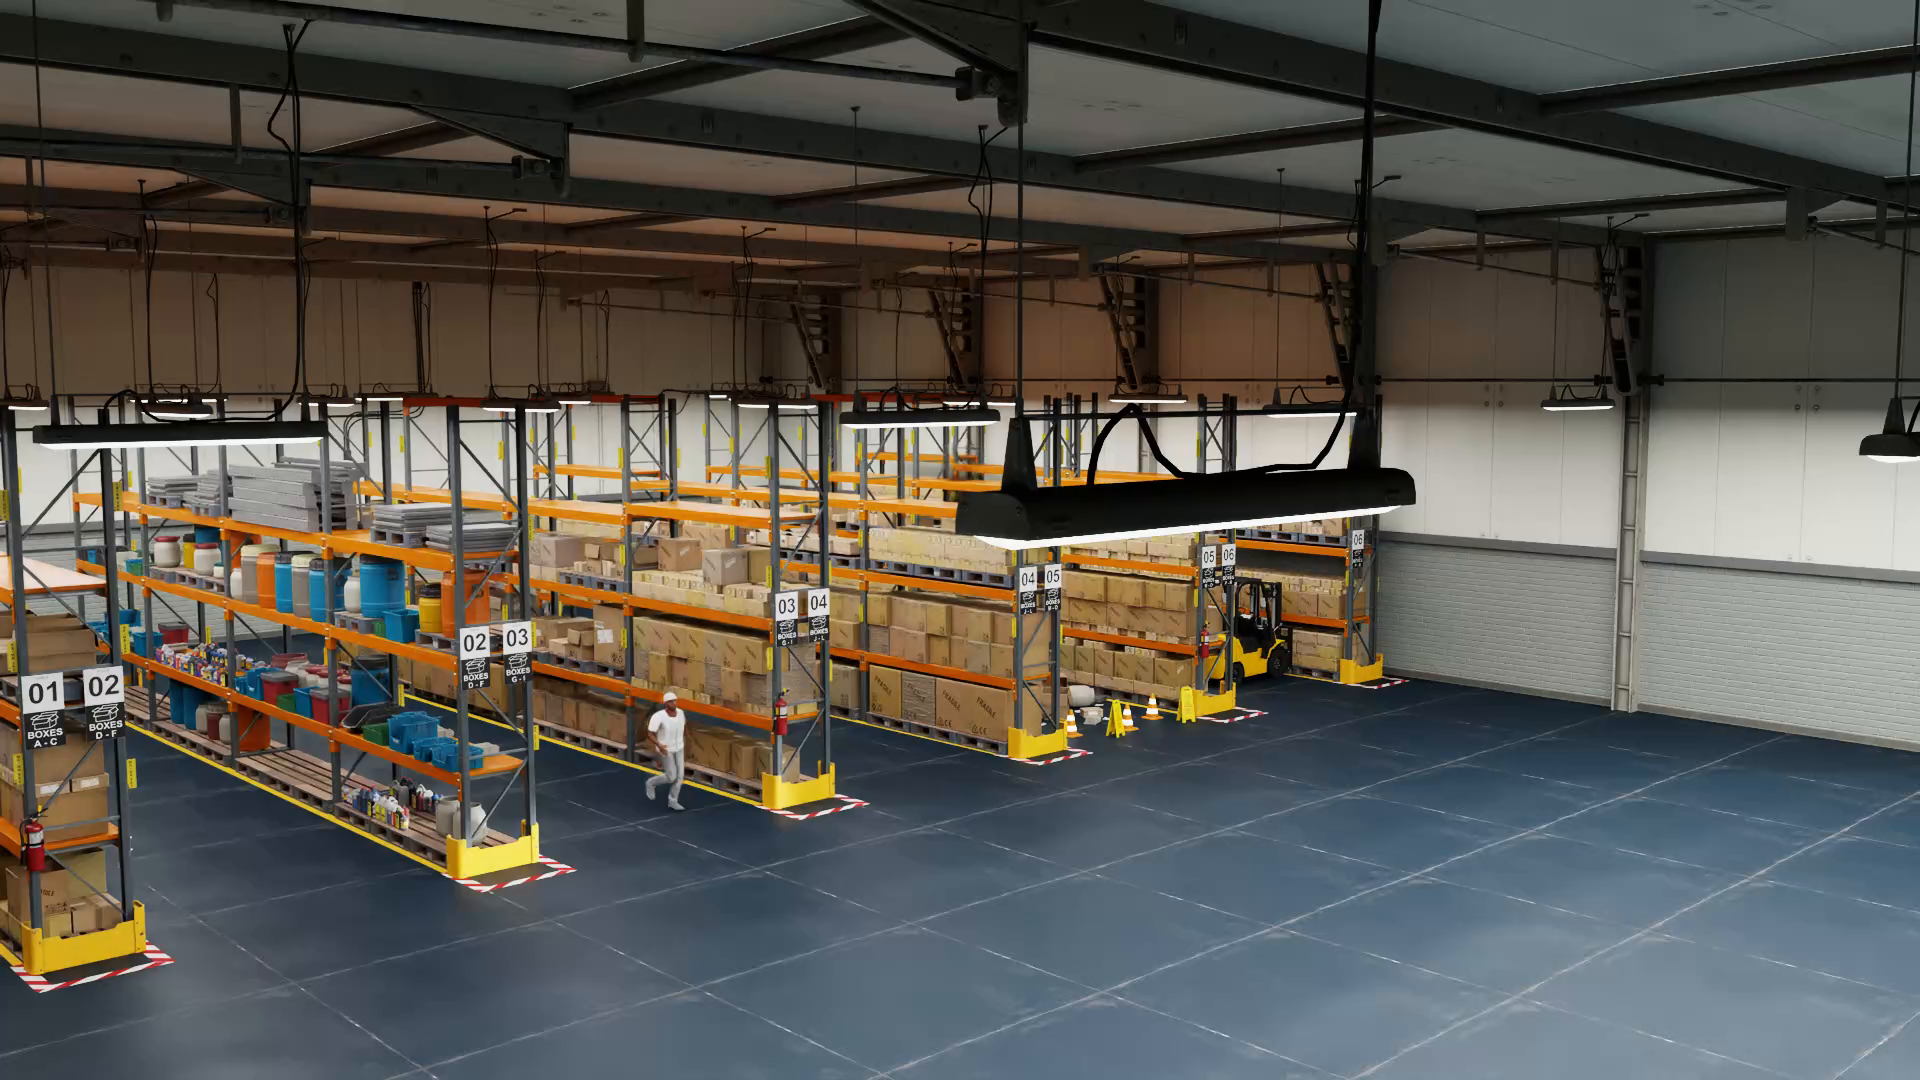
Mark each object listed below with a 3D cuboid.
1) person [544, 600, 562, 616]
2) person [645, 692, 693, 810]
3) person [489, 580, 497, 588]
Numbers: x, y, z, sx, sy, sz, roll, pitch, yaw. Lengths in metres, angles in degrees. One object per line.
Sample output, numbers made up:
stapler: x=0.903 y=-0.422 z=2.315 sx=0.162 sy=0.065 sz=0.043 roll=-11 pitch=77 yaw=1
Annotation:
person: x=-9.916 y=1.513 z=40.774 sx=0.666 sy=1.751 sz=0.808 roll=5 pitch=8 yaw=44
person: x=-4.311 y=3.099 z=24.626 sx=0.662 sy=1.741 sz=0.698 roll=5 pitch=7 yaw=42
person: x=-10.833 y=1.786 z=38.489 sx=0.688 sy=1.738 sz=0.887 roll=-2 pitch=6 yaw=-19
